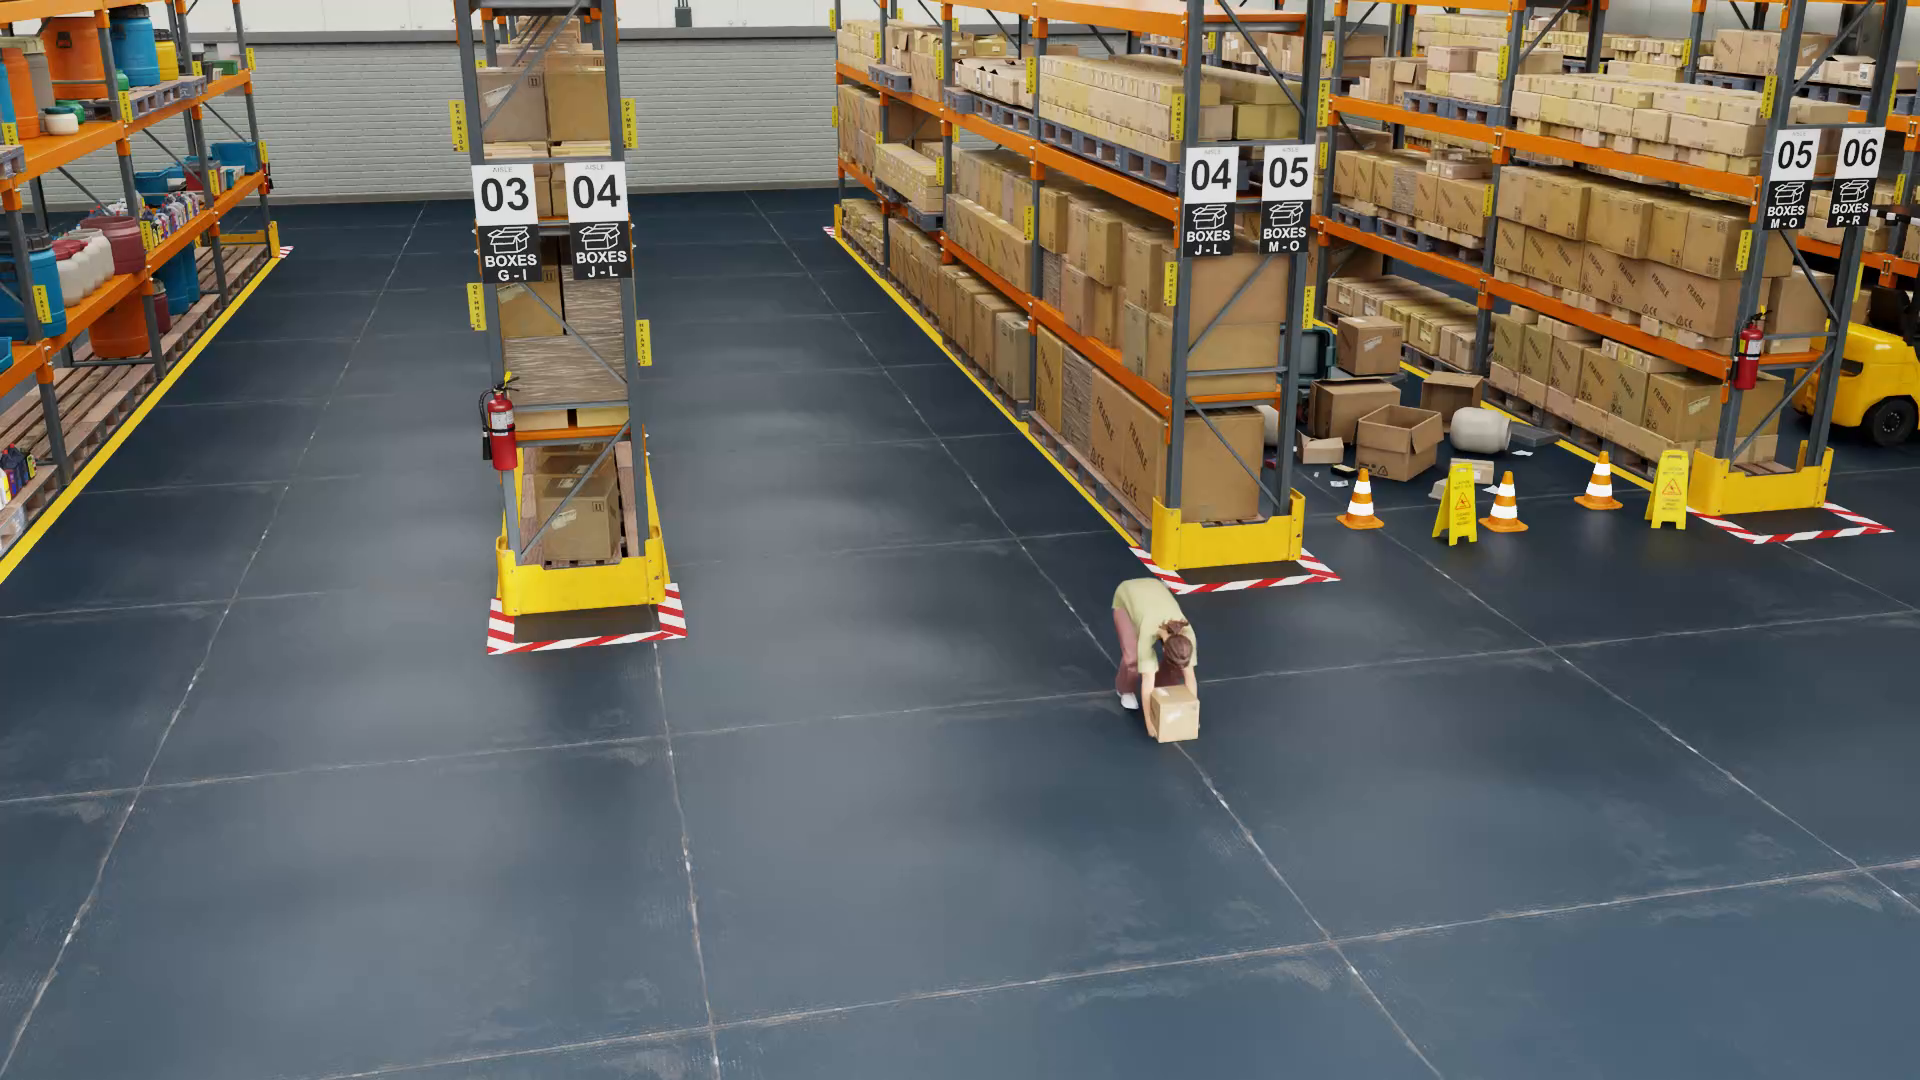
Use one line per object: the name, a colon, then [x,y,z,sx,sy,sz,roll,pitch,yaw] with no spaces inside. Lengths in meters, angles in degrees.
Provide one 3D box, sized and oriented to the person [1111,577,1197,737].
person: [1.233,0.711,10.411,0.475,0.817,0.860,-5,20,-15]
